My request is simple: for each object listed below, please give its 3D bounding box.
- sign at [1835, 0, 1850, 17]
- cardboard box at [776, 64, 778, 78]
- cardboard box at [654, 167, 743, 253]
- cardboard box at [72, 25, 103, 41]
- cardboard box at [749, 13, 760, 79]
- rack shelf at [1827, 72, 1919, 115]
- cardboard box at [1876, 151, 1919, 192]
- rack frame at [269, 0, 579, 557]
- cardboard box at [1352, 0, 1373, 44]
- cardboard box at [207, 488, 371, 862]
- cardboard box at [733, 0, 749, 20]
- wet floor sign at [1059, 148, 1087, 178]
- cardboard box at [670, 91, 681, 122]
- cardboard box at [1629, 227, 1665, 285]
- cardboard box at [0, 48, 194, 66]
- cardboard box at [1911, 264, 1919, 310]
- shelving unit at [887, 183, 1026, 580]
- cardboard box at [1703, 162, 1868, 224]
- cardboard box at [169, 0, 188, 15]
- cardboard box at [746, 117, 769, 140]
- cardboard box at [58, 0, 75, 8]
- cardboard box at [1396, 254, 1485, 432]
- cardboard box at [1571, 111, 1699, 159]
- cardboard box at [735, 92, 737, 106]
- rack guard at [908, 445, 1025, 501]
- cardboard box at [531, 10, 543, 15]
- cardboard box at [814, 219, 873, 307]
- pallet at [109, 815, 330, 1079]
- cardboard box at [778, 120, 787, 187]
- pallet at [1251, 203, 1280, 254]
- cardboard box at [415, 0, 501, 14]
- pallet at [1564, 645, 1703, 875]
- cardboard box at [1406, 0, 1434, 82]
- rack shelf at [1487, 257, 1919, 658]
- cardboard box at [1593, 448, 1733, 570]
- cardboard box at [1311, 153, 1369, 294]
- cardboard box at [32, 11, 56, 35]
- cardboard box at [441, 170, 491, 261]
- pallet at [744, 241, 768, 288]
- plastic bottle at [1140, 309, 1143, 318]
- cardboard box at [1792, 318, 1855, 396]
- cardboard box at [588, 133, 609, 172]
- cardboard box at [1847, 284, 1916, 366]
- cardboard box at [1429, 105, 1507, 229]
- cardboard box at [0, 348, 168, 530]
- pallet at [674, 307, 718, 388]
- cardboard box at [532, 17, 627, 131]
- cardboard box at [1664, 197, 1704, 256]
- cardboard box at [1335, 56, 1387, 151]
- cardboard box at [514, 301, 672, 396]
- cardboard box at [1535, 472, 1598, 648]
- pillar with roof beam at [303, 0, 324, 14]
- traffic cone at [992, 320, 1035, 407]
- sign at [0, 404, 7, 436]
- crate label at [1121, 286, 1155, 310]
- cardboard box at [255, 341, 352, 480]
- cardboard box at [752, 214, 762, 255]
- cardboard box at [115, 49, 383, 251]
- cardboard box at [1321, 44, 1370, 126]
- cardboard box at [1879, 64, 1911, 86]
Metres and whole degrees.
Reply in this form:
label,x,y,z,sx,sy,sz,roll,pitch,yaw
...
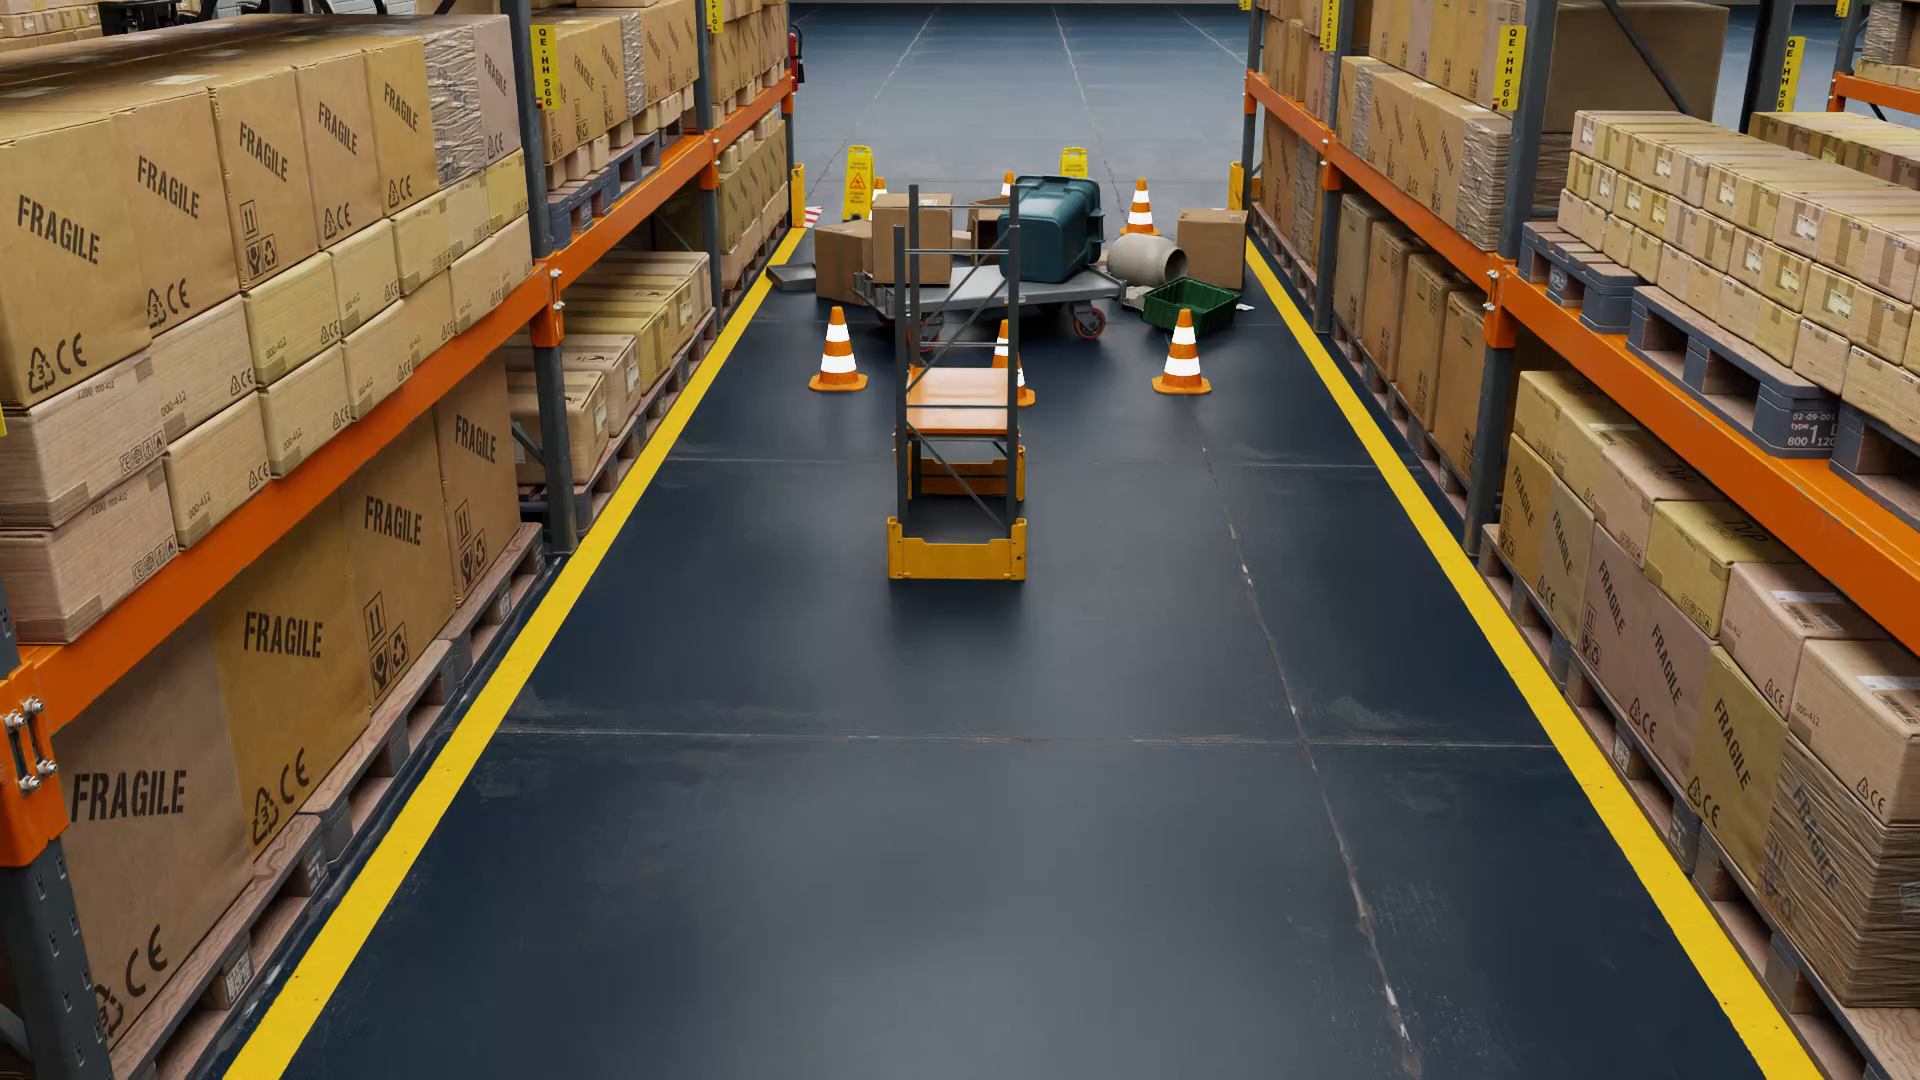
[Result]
label,x,y,z,sx,sy,sz,roll,pitch,yaw
sign,7.397,-4.545,13.898,0.100,0.325,0.005,1,21,2
cardboard box,-1.689,-3.804,13.534,0.380,0.149,0.250,0,21,1
cardboard box,-1.799,-2.272,11.421,0.500,0.500,0.500,2,21,4
cardboard box,-6.724,-3.609,12.544,0.500,0.500,0.500,1,21,2
cardboard box,-1.780,-3.685,12.331,0.500,0.500,0.500,1,21,2
rack shelf,7.879,-3.077,12.306,1.077,0.370,4.000,1,21,2
cardboard box,3.150,-1.138,5.260,0.380,0.149,0.250,1,21,2
rack frame,-2.209,-1.352,6.866,1.000,3.000,0.127,1,21,2
cardboard box,2.909,-3.486,10.667,0.875,0.550,0.550,1,21,2
cardboard box,-2.372,0.338,4.869,0.875,0.875,0.875,1,21,3
cardboard box,-1.820,-3.790,11.220,0.700,0.500,0.500,1,21,2
wet floor sign,1.007,-3.161,14.783,0.267,0.644,0.232,-3,21,-8
cardboard box,-1.825,-2.499,9.589,0.380,0.149,0.250,0,21,1
cardboard box,2.504,-0.961,5.625,0.380,0.149,0.250,2,21,4
cardboard box,-2.524,-1.140,4.800,0.500,0.500,0.500,1,21,2
cardboard box,2.454,-0.581,3.825,0.380,0.149,0.250,0,21,0
shelving unit,0.002,-0.727,7.329,0.587,1.500,1.083,1,21,2
cardboard box,2.496,-1.050,5.031,0.380,0.149,0.250,1,21,3
cardboard box,-6.636,-4.425,13.752,0.380,0.149,0.250,1,21,2
cardboard box,-1.694,-3.198,12.911,0.380,0.149,0.250,2,21,4
cardboard box,-6.793,-4.008,12.265,0.380,0.149,0.250,1,21,2
cardboard box,2.873,-1.016,8.530,1.050,0.750,0.750,1,21,2
cardboard box,2.534,-1.523,6.252,0.380,0.149,0.250,1,21,2
cardboard box,-1.805,-3.165,11.887,0.380,0.149,0.250,1,21,1
rack guard,0.017,-0.324,8.019,0.587,0.250,0.087,1,21,2
cardboard box,-2.436,-2.467,8.610,0.500,0.500,0.500,0,21,-1
cardboard box,-0.695,-2.006,12.005,0.500,0.500,0.500,18,27,38
pallet,-2.383,1.115,4.364,1.003,0.211,1.213,1,21,2
cardboard box,-1.729,-3.215,13.852,0.500,0.500,0.500,1,21,2
pallet,3.039,-2.636,14.031,1.003,0.211,1.213,1,21,2
cardboard box,-2.441,-2.630,8.133,0.380,0.149,0.250,0,21,-1
pallet,2.677,0.689,5.462,1.003,0.211,1.213,1,21,2
cardboard box,2.825,-2.744,8.935,0.700,0.500,0.500,1,21,2
rack shelf,2.681,-0.275,5.086,1.077,0.370,4.000,1,21,2
cardboard box,2.436,-0.105,5.491,0.500,0.250,0.500,1,21,2
cardboard box,2.953,-2.212,11.439,0.875,0.875,0.875,1,21,2
cardboard box,-6.699,-3.684,11.842,0.380,0.149,0.250,0,21,1
cardboard box,-1.982,-1.151,5.866,0.500,0.250,0.500,0,21,0
pallet,-2.068,-2.183,12.864,1.003,0.211,1.213,1,21,2
plastic bottle,1.363,-1.527,11.379,0.133,0.061,0.283,-11,24,-26
cardboard box,2.462,-0.487,4.404,0.380,0.149,0.250,0,21,-1
cardboard box,-1.888,-1.845,7.905,0.380,0.149,0.250,1,21,2
cardboard box,2.456,-0.535,4.116,0.380,0.149,0.250,0,21,0
cardboard box,2.504,-1.726,7.693,0.500,0.500,0.500,1,21,2
cardboard box,-2.035,-0.224,3.477,0.500,0.250,0.500,0,21,0
pallet,-2.110,-1.216,10.372,1.003,0.211,1.213,1,21,2
cardboard box,-1.946,-2.273,8.111,0.500,0.500,0.500,1,21,3
cardboard box,2.500,-1.003,5.322,0.380,0.149,0.250,1,21,2
cardboard box,2.579,-2.639,10.046,0.500,0.500,0.500,1,21,2
cardboard box,-2.139,-1.068,9.186,0.950,0.372,0.625,1,21,3
cardboard box,2.454,0.071,6.075,0.500,0.500,0.500,1,21,2
pillar with roof beam,-3.364,-8.974,18.218,9.100,9.000,0.400,1,21,2
traffic cone,0.265,-1.036,9.558,0.336,0.463,0.334,1,21,2
sign,-1.776,-0.340,2.953,0.100,0.325,0.005,1,21,2
crate label,1.282,-1.705,11.733,0.298,0.136,0.250,-16,26,-35
cardboard box,-2.008,-0.364,4.527,0.500,0.250,0.500,0,21,1
cardboard box,-1.781,-2.307,12.549,0.500,0.250,0.500,0,21,1
cardboard box,-2.015,-1.127,4.765,0.500,0.500,0.500,0,21,1
cardboard box,2.863,-2.983,10.864,0.875,0.550,0.550,1,21,2
cardboard box,7.643,-3.737,13.361,0.380,0.149,0.250,1,21,2
